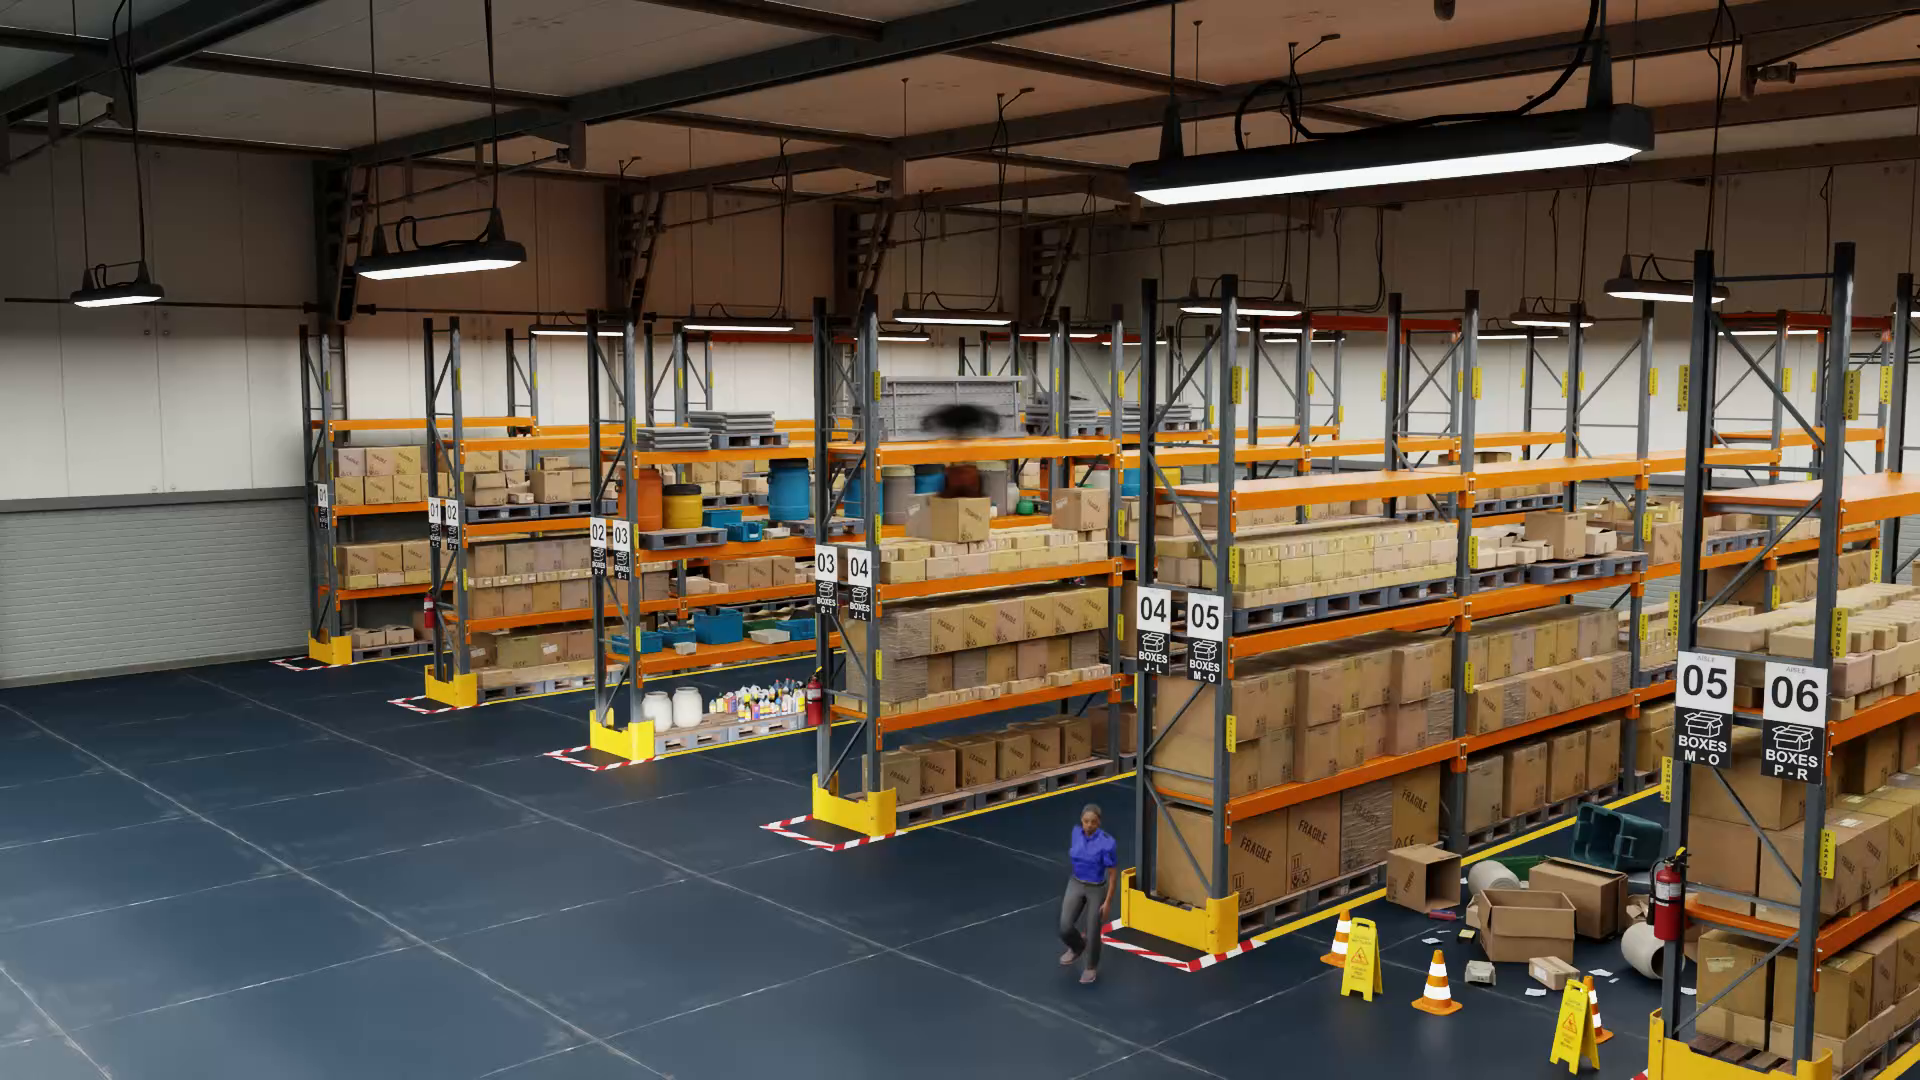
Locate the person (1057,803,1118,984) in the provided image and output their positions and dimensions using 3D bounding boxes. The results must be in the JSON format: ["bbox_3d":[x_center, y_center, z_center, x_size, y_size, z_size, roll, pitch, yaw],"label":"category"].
[{"bbox_3d":[1.080,2.963,14.024,0.599,1.617,0.546,3,6,26],"label":"person"}]
